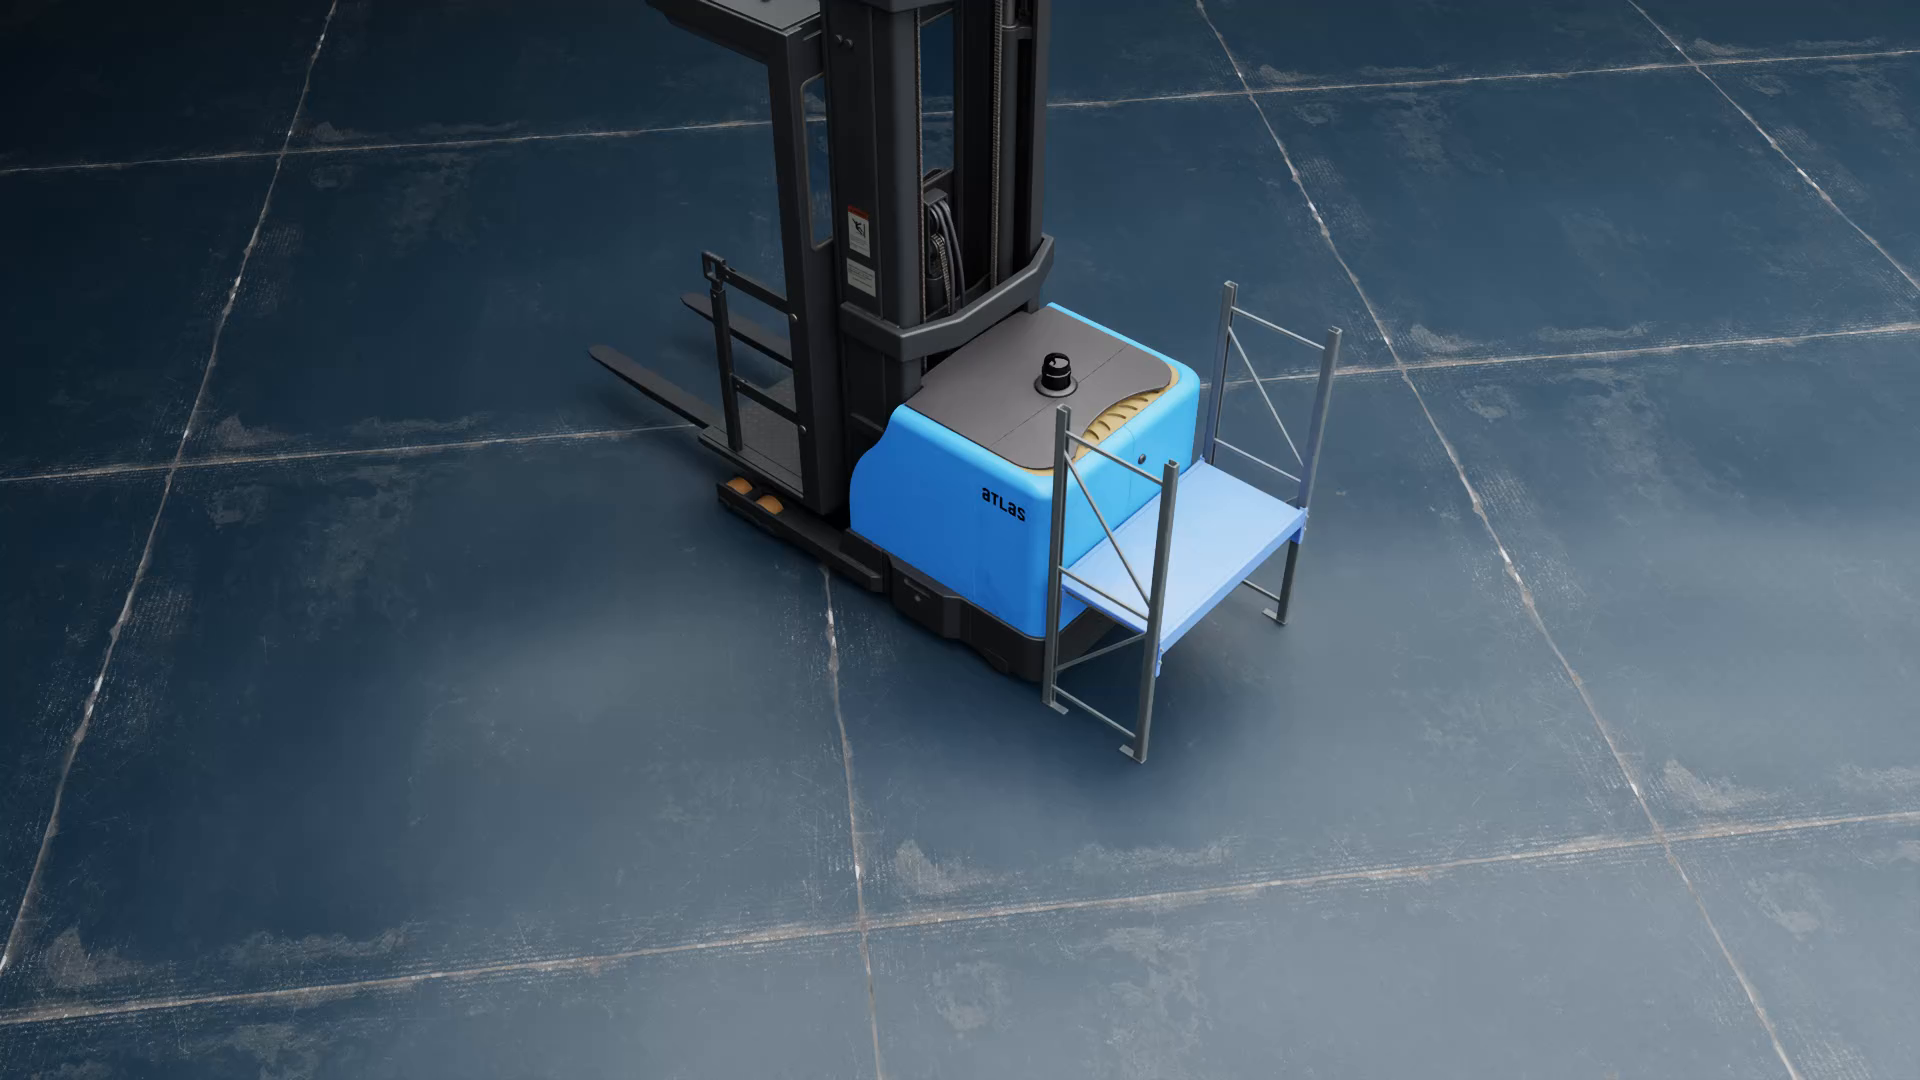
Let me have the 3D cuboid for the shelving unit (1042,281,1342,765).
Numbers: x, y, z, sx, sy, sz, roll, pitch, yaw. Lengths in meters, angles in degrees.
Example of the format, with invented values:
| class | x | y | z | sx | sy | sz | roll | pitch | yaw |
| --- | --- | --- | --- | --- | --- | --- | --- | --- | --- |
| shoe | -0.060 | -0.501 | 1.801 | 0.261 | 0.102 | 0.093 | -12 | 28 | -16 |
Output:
| class | x | y | z | sx | sy | sz | roll | pitch | yaw |
| --- | --- | --- | --- | --- | --- | --- | --- | --- | --- |
| shelving unit | 0.865 | -0.055 | 6.406 | 0.538 | 1.500 | 1.048 | 30 | 50 | 29 |

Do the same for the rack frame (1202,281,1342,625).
| class | x | y | z | sx | sy | sz | roll | pitch | yaw |
| --- | --- | --- | --- | --- | --- | --- | --- | --- | --- |
| rack frame | 1.199 | -0.312 | 6.691 | 0.500 | 1.500 | 0.032 | 30 | 50 | 29 |

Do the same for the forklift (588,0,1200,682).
| class | x | y | z | sx | sy | sz | roll | pitch | yaw |
| --- | --- | --- | --- | --- | --- | --- | --- | --- | --- |
| forklift | -0.470 | -1.361 | 6.786 | 3.031 | 2.935 | 1.130 | 30 | 50 | 29 |

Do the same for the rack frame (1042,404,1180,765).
| class | x | y | z | sx | sy | sz | roll | pitch | yaw |
| --- | --- | --- | --- | --- | --- | --- | --- | --- | --- |
| rack frame | 0.531 | 0.202 | 6.122 | 0.500 | 1.500 | 0.032 | 30 | 50 | 29 |

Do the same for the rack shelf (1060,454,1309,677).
| class | x | y | z | sx | sy | sz | roll | pitch | yaw |
| --- | --- | --- | --- | --- | --- | --- | --- | --- | --- |
| rack shelf | 0.865 | 0.079 | 6.527 | 0.538 | 0.185 | 1.000 | 30 | 50 | 29 |
